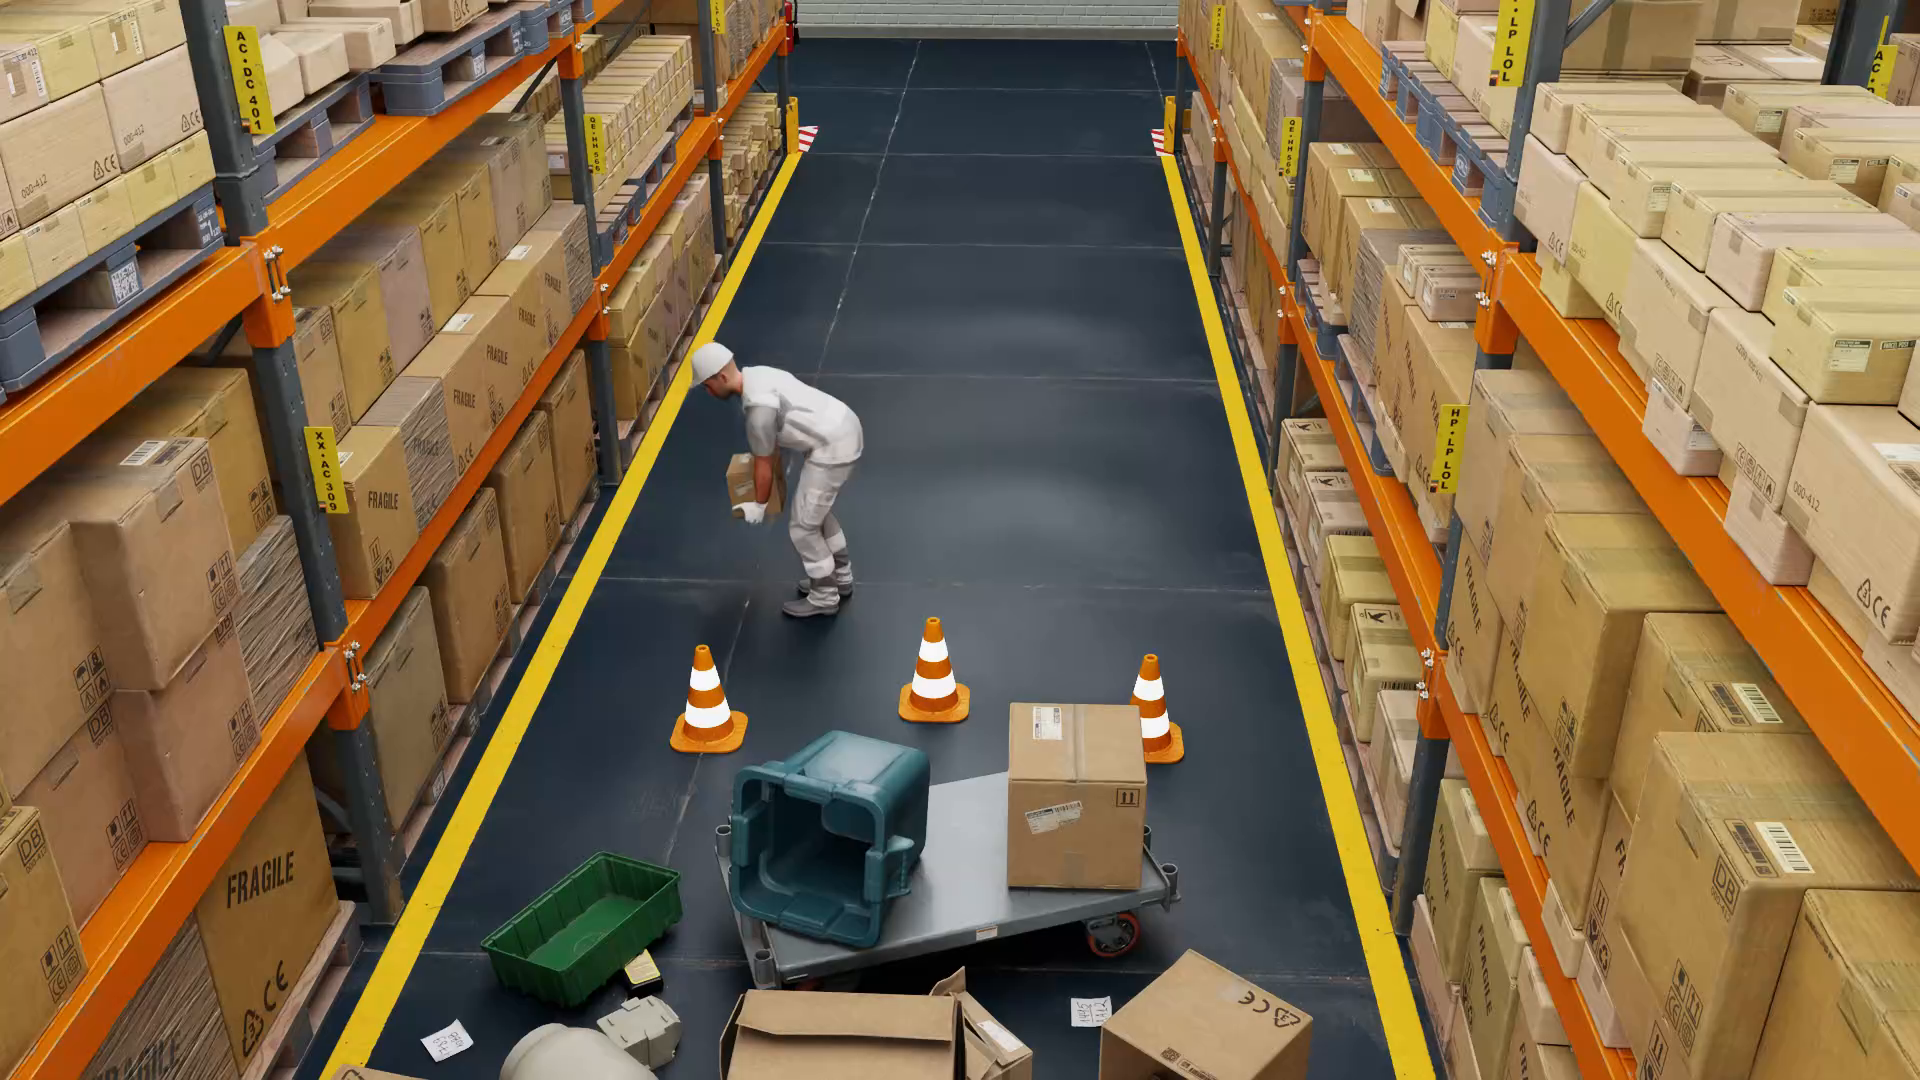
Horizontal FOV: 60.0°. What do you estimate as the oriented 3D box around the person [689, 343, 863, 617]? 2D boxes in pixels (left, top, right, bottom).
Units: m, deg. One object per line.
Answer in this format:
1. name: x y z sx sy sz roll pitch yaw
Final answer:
1. person: -0.920 -0.317 8.535 0.858 1.472 0.484 0 28 1
